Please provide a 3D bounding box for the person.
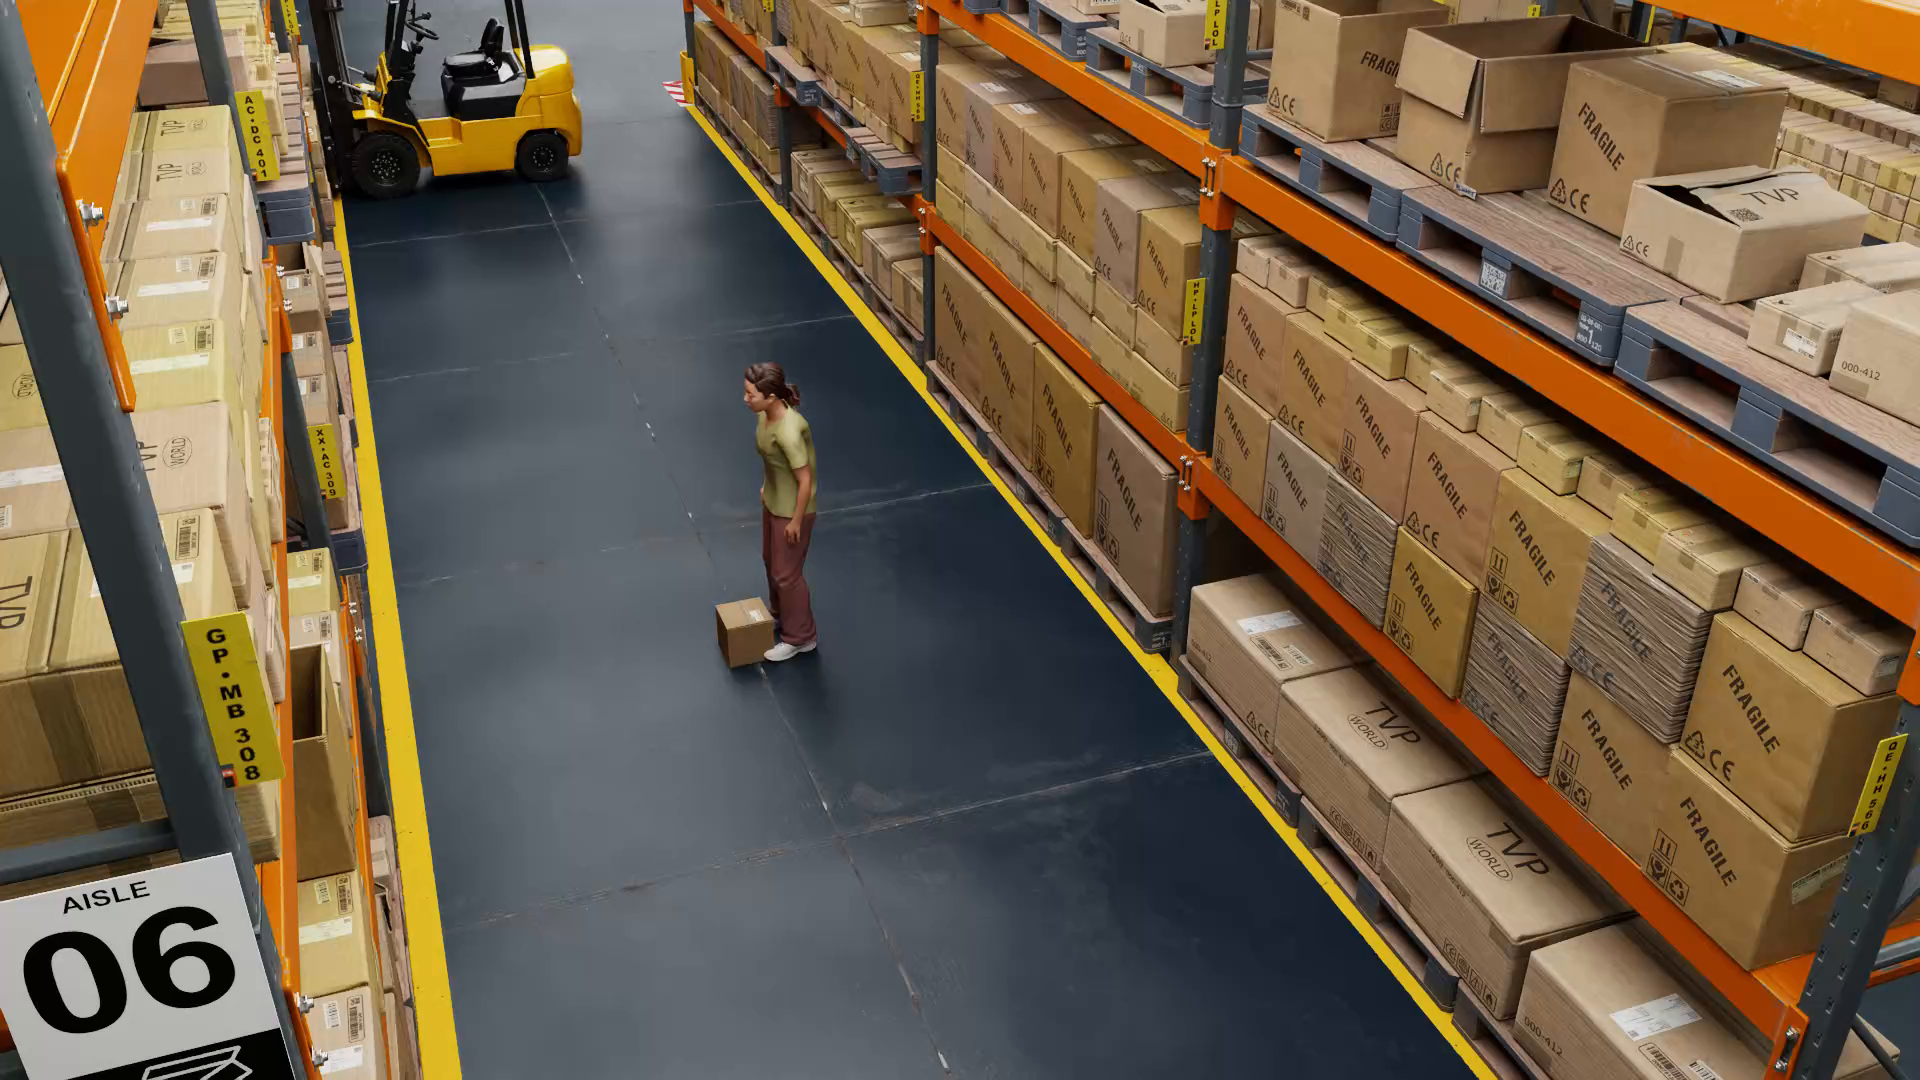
[{"bbox_3d":[-0.925,-0.166,8.628,0.364,1.673,0.512,-11,32,-19],"label":"person"}]
